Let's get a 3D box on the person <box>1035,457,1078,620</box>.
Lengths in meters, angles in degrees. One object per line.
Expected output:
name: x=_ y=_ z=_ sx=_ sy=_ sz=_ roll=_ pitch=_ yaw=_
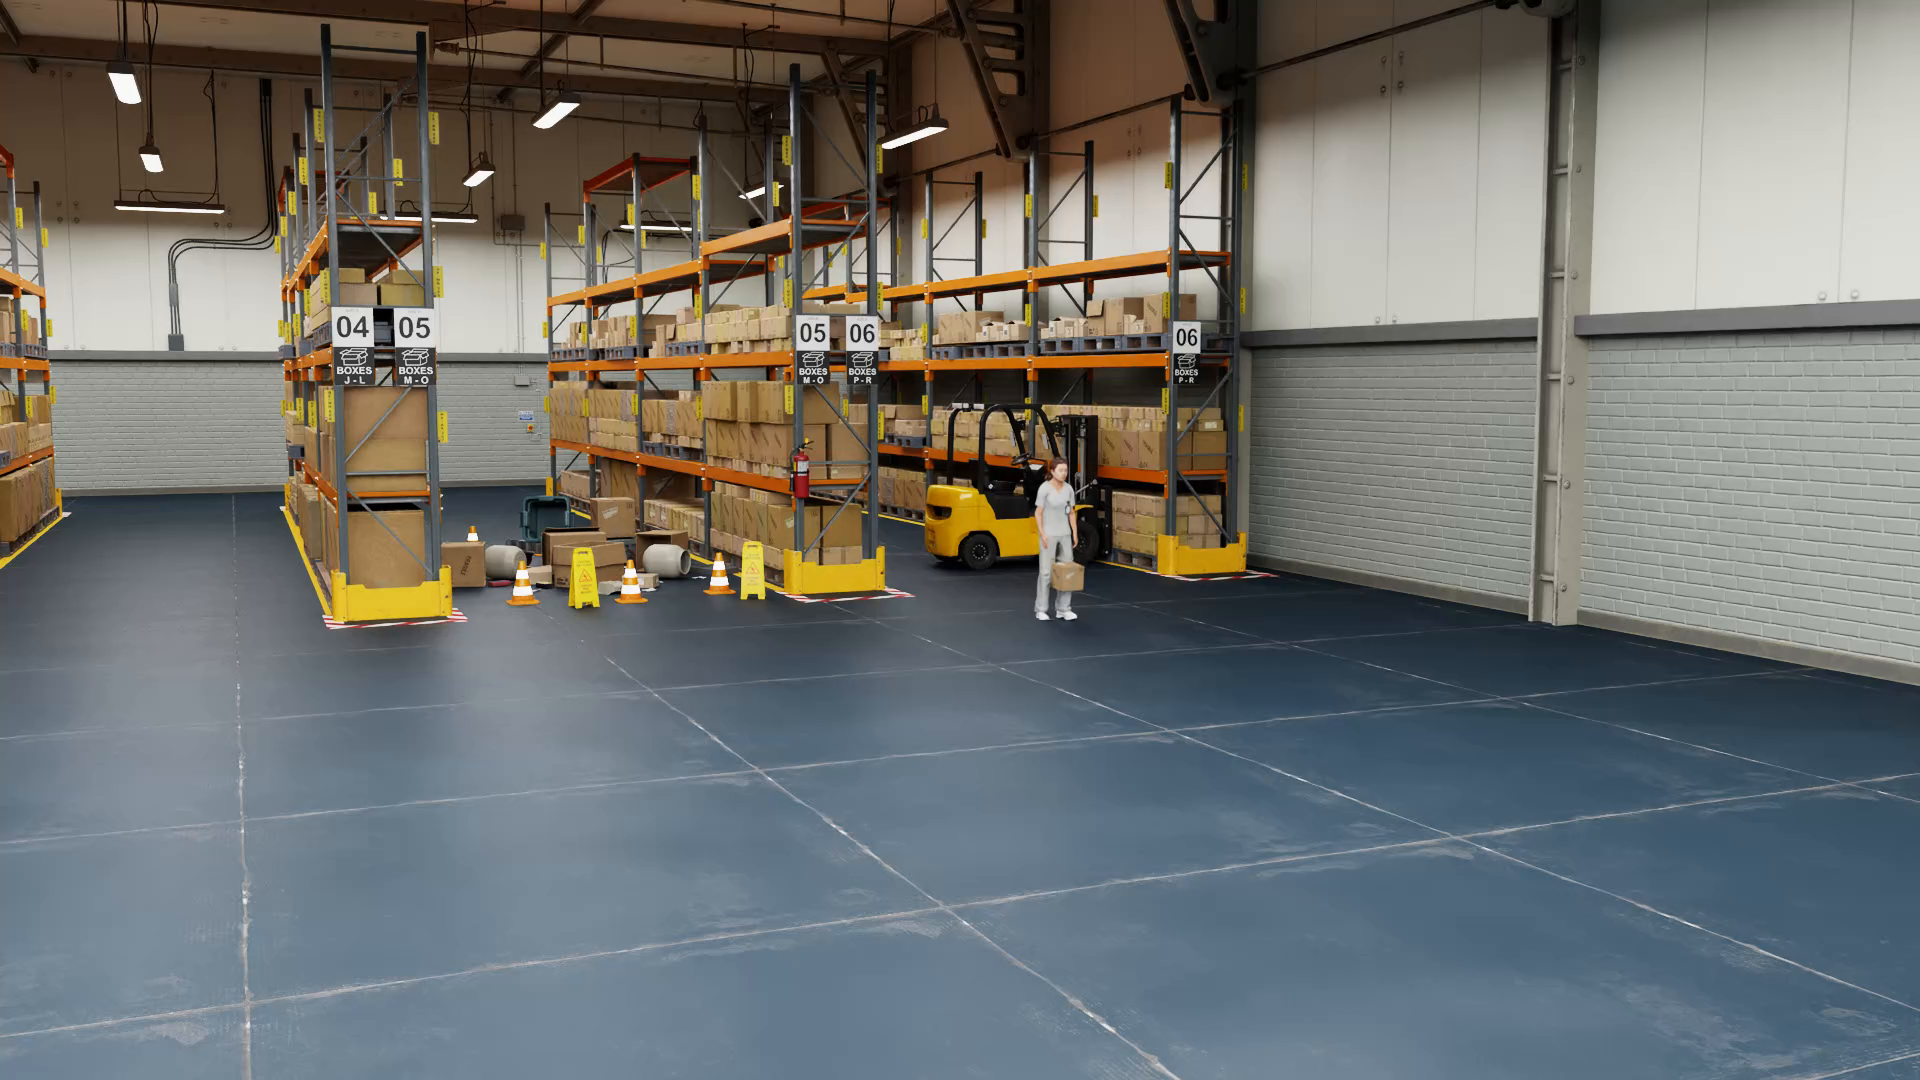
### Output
person: x=1.006 y=-0.017 z=17.149 sx=0.476 sy=1.672 sz=0.415 roll=-3 pitch=6 yaw=-25
